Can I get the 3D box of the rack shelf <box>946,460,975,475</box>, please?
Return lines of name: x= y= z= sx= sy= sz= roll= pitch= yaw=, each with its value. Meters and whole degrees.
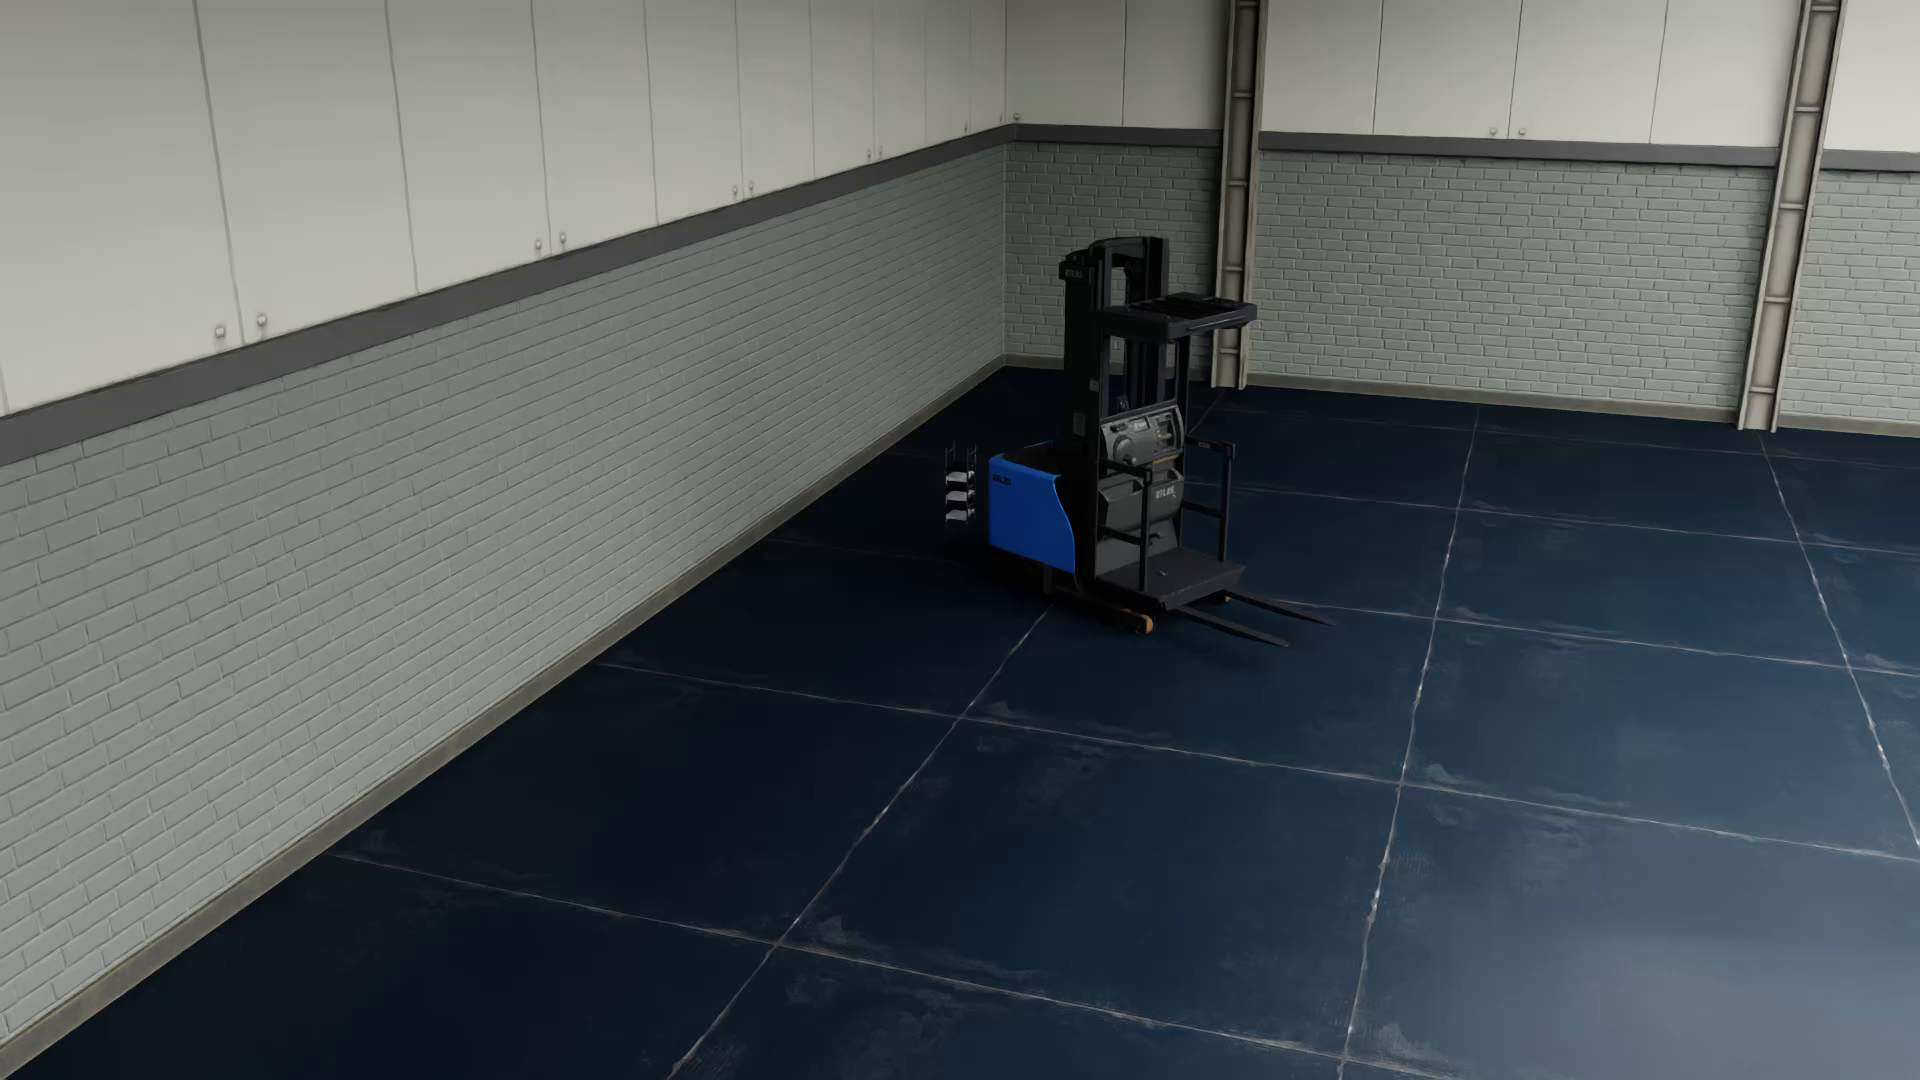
rack shelf: x=0.008 y=-0.648 z=14.962 sx=0.200 sy=0.077 sz=0.258 roll=7 pitch=20 yaw=18

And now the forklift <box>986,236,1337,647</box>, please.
forklift: x=1.602 y=-0.826 z=13.107 sx=1.130 sy=2.935 sz=3.031 roll=-17 pitch=26 yaw=-40

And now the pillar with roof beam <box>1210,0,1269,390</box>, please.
pillar with roof beam: x=1.931 y=-4.833 z=15.384 sx=0.400 sy=9.000 sz=9.100 roll=7 pitch=20 yaw=18

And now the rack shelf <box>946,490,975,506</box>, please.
rack shelf: x=0.008 y=-0.393 z=15.051 sx=0.200 sy=0.077 sz=0.258 roll=7 pitch=20 yaw=18

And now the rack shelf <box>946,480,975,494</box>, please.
rack shelf: x=0.008 y=-0.478 z=15.021 sx=0.200 sy=0.077 sz=0.258 roll=7 pitch=20 yaw=18

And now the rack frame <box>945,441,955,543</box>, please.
rack frame: x=-0.088 y=-0.435 z=15.071 sx=0.006 sy=0.900 sz=0.240 roll=7 pitch=20 yaw=18

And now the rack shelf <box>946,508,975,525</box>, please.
rack shelf: x=0.008 y=-0.223 z=15.110 sx=0.200 sy=0.077 sz=0.258 roll=7 pitch=20 yaw=18

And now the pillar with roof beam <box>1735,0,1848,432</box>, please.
pillar with roof beam: x=7.599 y=-4.185 z=13.524 sx=0.400 sy=9.000 sz=9.100 roll=7 pitch=20 yaw=18

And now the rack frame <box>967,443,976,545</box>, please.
rack frame: x=0.104 y=-0.413 z=15.008 sx=0.006 sy=0.900 sz=0.240 roll=7 pitch=20 yaw=18

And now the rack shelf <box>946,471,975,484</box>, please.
rack shelf: x=0.008 y=-0.563 z=14.992 sx=0.200 sy=0.077 sz=0.258 roll=7 pitch=20 yaw=18

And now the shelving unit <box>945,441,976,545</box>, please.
shelving unit: x=0.008 y=-0.424 z=15.040 sx=0.210 sy=0.900 sz=0.258 roll=7 pitch=20 yaw=18

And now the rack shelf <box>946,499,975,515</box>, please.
rack shelf: x=0.008 y=-0.308 z=15.080 sx=0.200 sy=0.077 sz=0.258 roll=7 pitch=20 yaw=18
